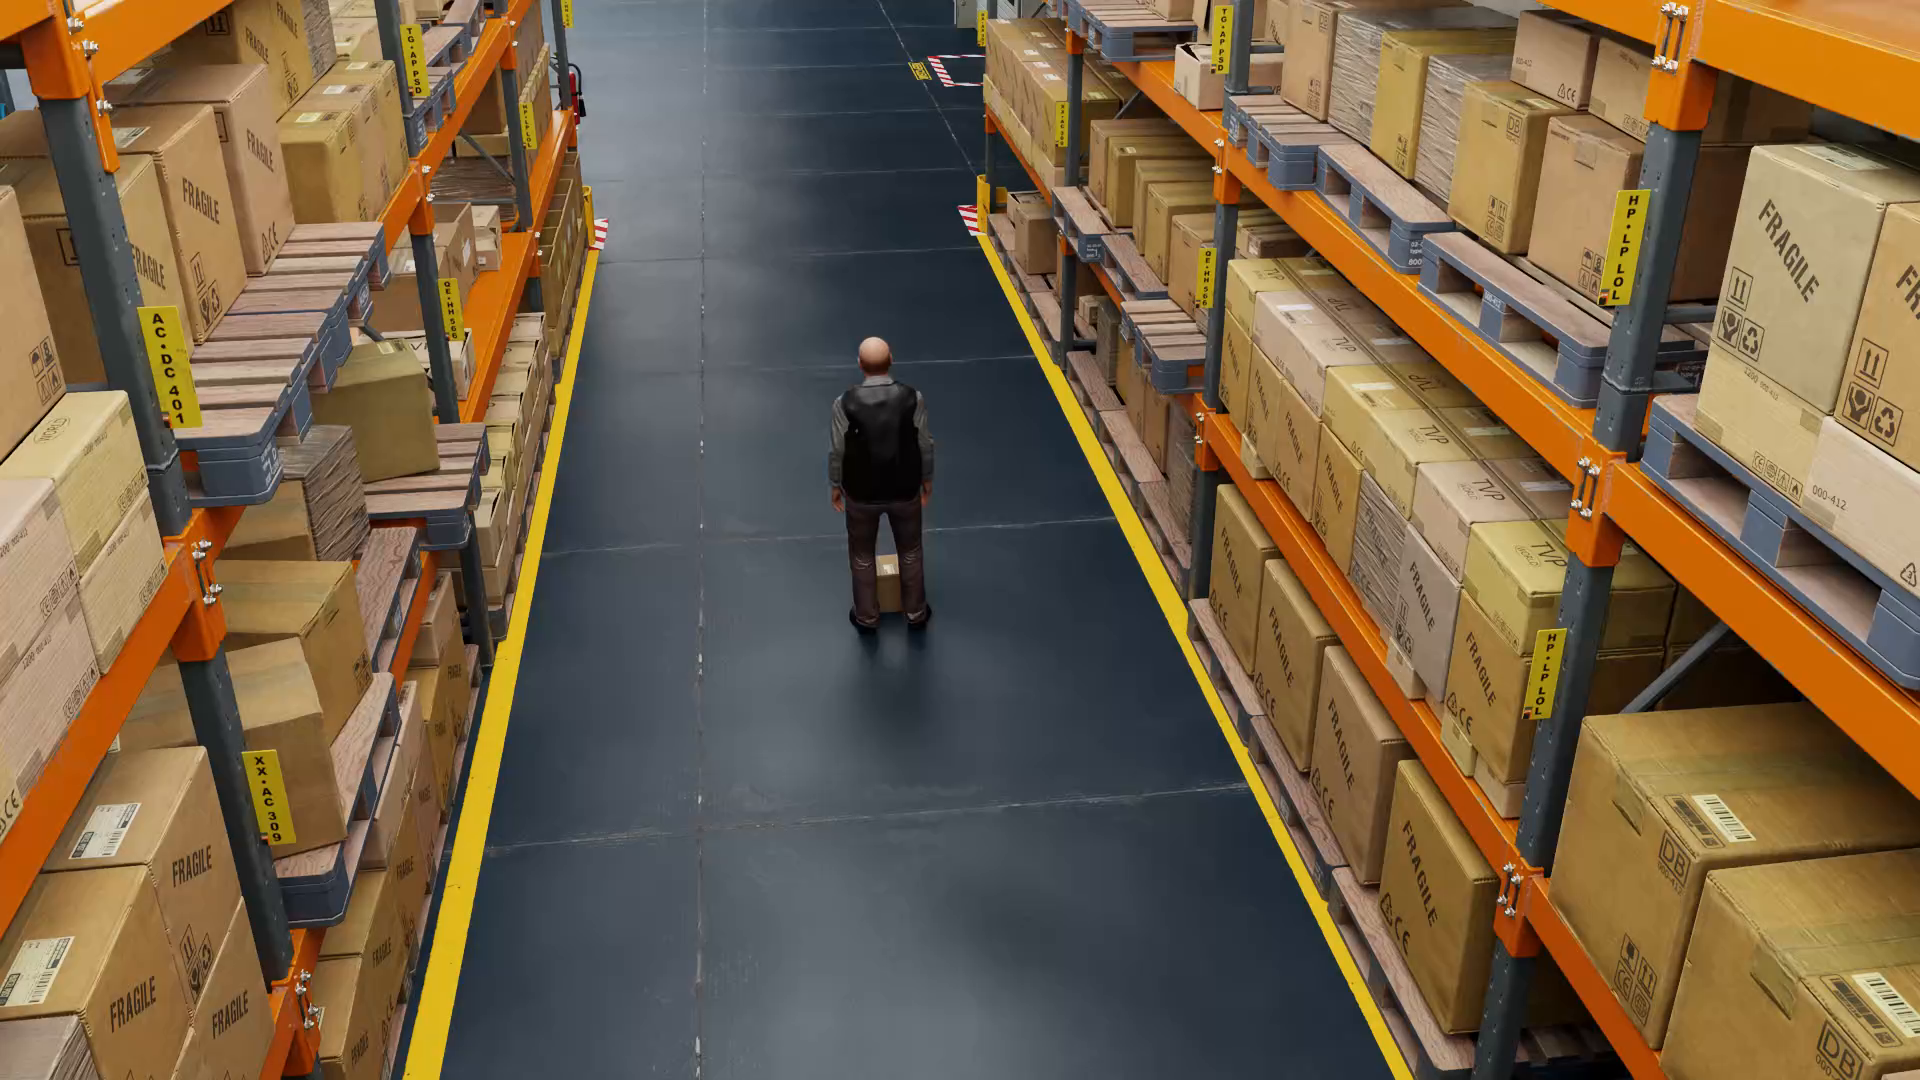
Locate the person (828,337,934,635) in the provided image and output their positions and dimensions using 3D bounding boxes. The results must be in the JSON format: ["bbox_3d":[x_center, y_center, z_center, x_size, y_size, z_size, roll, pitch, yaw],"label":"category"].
[{"bbox_3d":[-0.428,-0.225,9.199,0.582,1.618,0.412,-4,27,-8],"label":"person"}]
